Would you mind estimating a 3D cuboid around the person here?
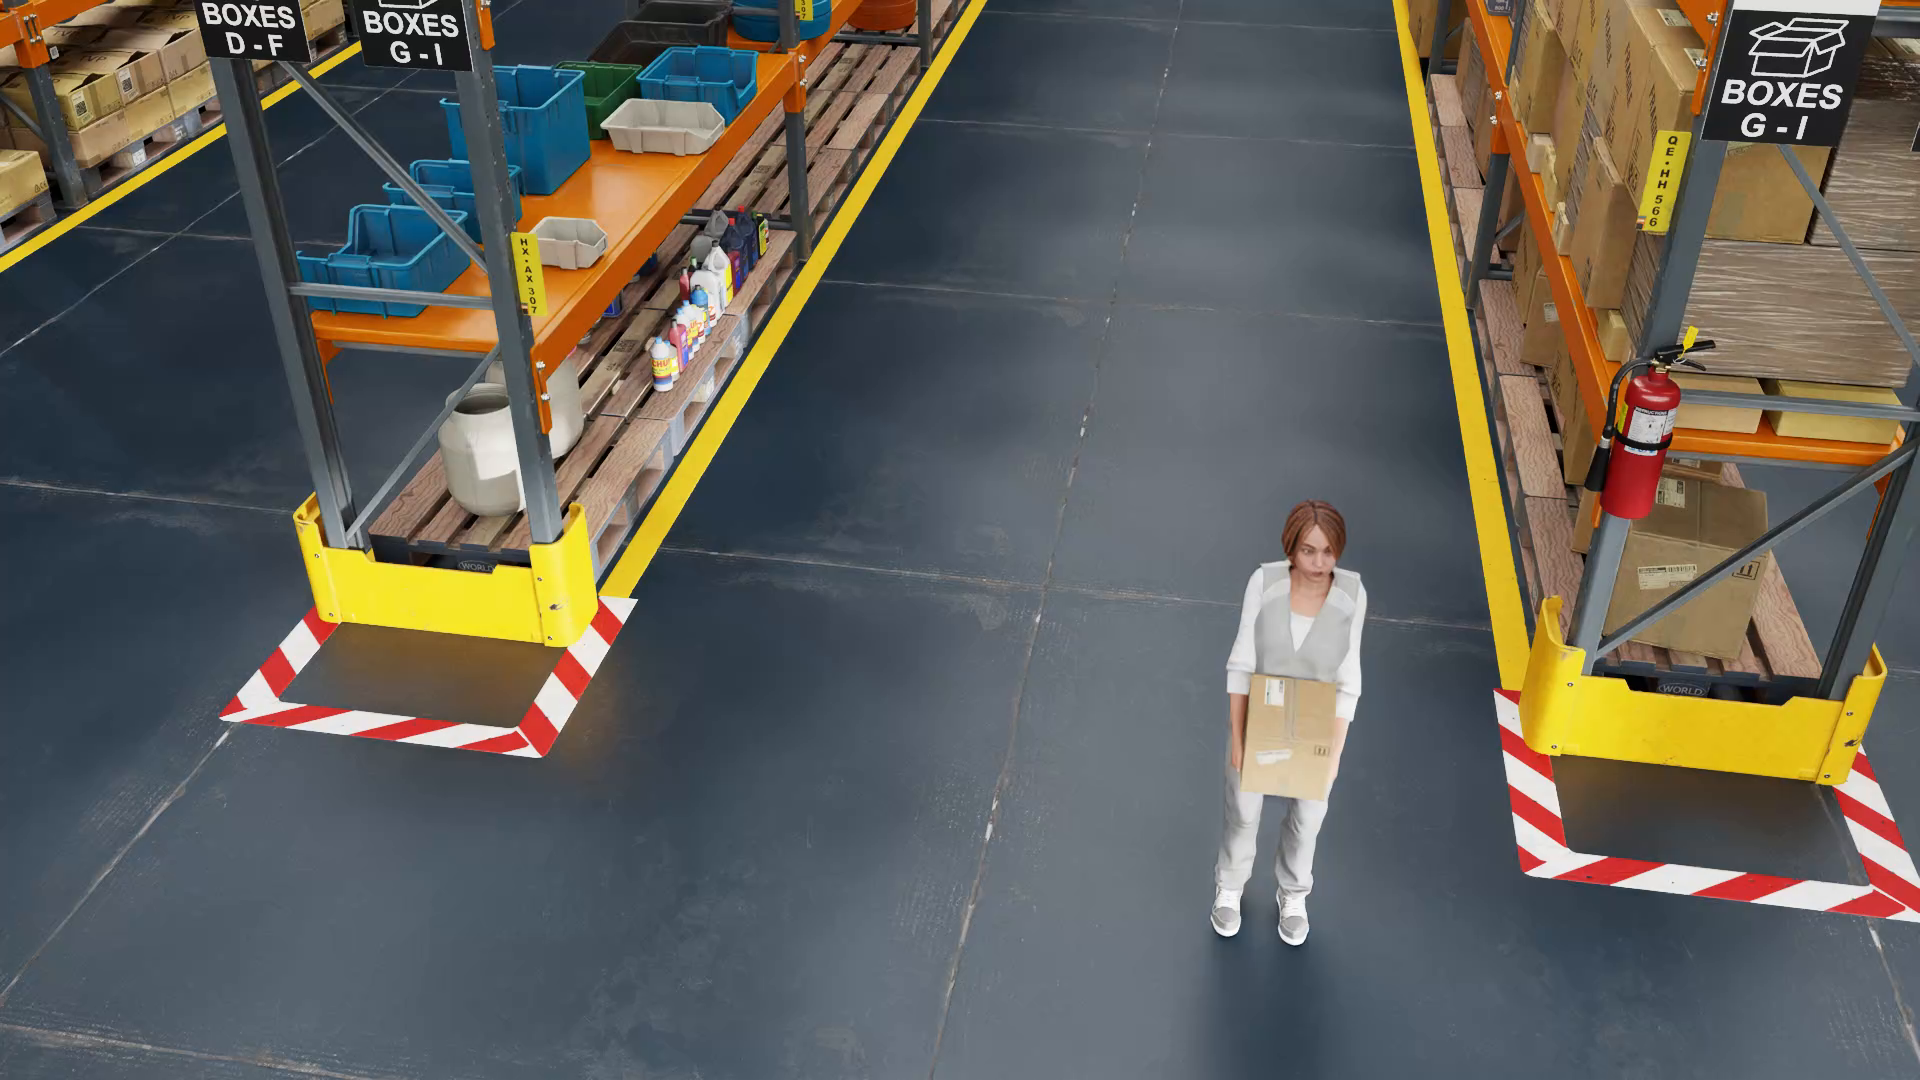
[{"bbox_3d":[1.038,0.593,5.229,0.480,1.593,0.344,4,33,6],"label":"person"}]
